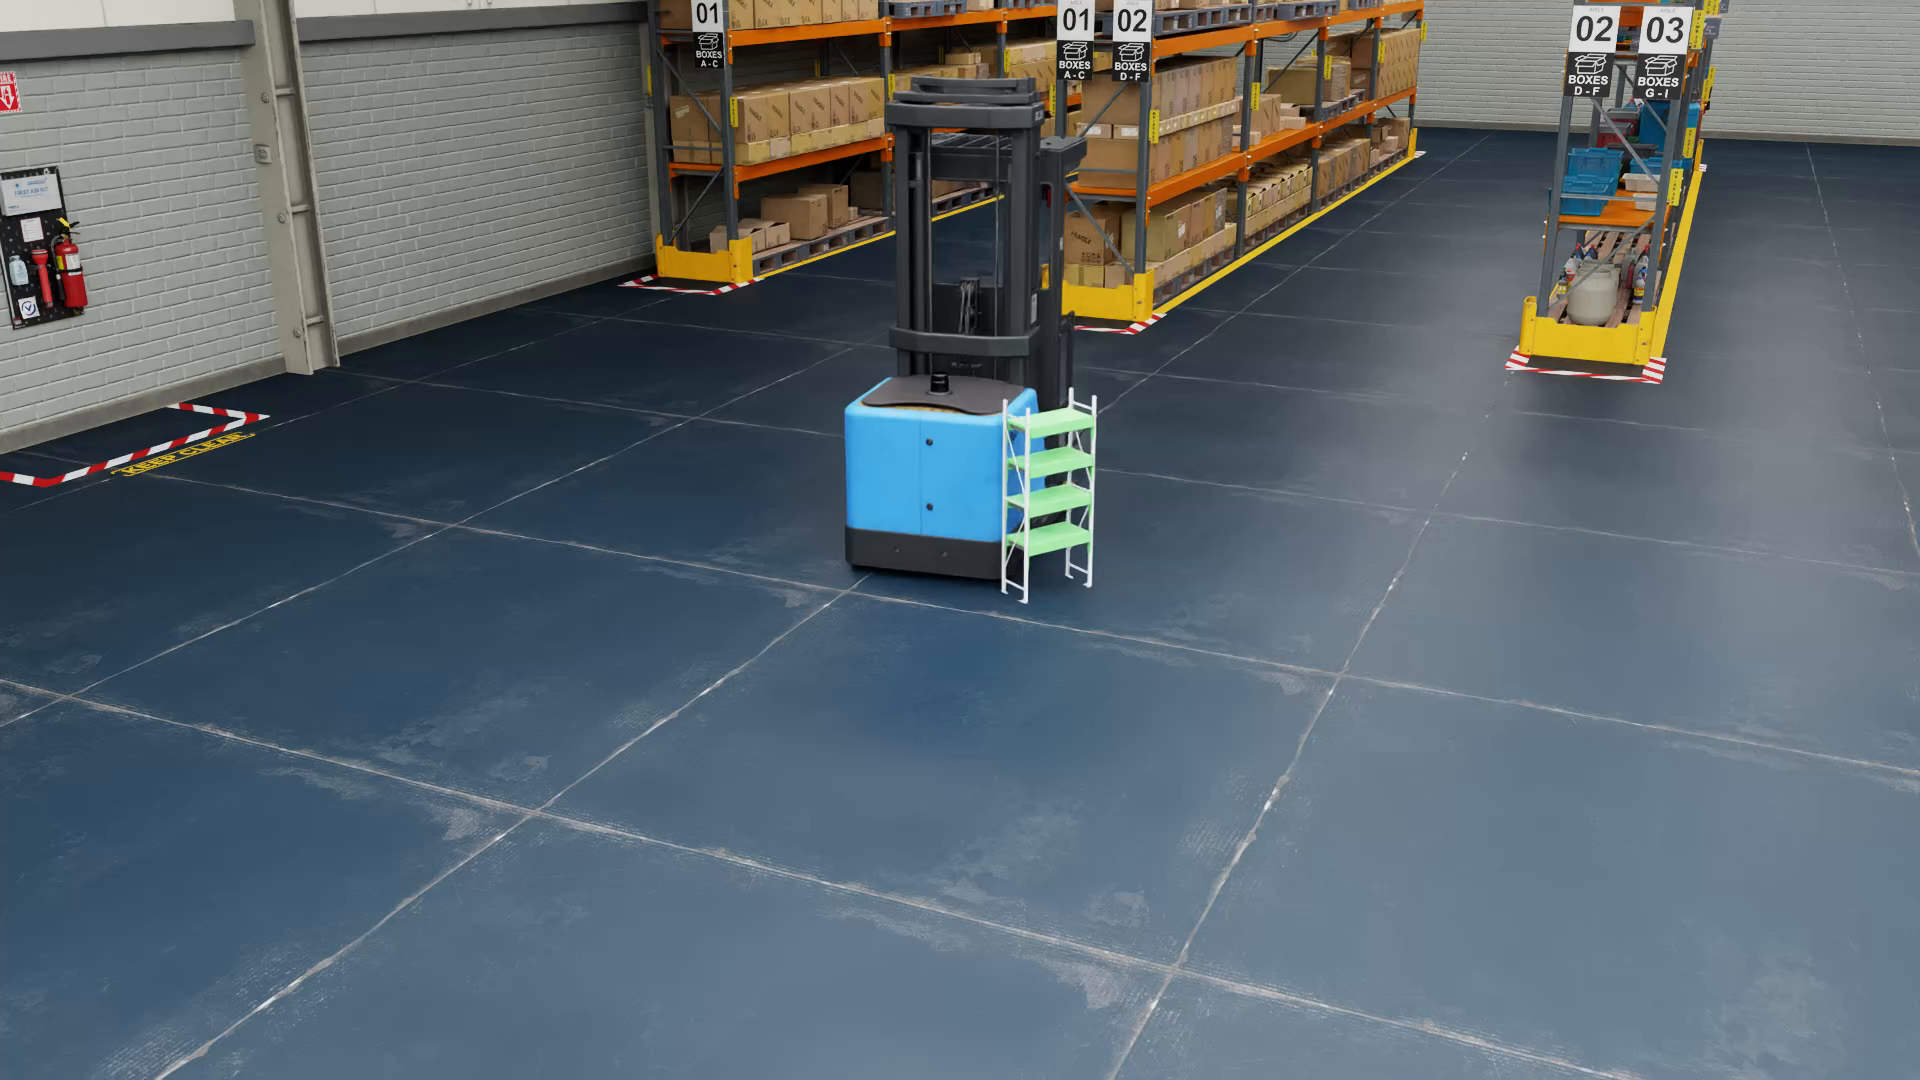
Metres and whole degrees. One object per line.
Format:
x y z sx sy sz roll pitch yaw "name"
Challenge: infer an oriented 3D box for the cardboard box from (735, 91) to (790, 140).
-2.374 -5.053 19.777 0.500 0.500 0.500 9 21 23 "cardboard box"

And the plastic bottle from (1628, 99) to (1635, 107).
9.607 -6.144 23.843 0.144 0.351 0.185 9 21 23 "plastic bottle"

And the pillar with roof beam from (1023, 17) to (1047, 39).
5.284 -10.744 27.749 9.100 9.000 0.400 9 21 23 "pillar with roof beam"

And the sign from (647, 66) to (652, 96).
-3.554 -5.284 19.150 0.100 0.325 0.005 9 21 23 "sign"

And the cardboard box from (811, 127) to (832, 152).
-1.943 -5.021 20.805 0.500 0.250 0.500 9 21 23 "cardboard box"

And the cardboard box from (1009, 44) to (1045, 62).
1.062 -7.924 27.031 0.500 0.250 0.500 9 21 23 "cardboard box"

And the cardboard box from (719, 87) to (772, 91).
-2.633 -5.283 20.424 0.500 0.500 0.500 8 21 21 "cardboard box"

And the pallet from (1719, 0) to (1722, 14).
10.203 -7.540 23.499 1.003 0.211 1.213 9 21 23 "pallet"

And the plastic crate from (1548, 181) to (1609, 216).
5.915 -3.272 15.913 0.499 0.251 0.616 9 21 23 "plastic crate"

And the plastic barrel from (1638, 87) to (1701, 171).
8.056 -4.683 18.912 0.600 0.901 0.708 9 21 23 "plastic barrel"

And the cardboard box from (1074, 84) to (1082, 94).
1.897 -7.844 28.893 0.380 0.149 0.250 9 21 24 "cardboard box"

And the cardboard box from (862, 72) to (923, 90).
-0.942 -6.305 23.415 0.700 0.500 0.500 11 22 28 "cardboard box"

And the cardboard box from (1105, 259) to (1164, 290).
1.888 -2.864 18.023 0.500 0.250 0.500 9 21 23 "cardboard box"

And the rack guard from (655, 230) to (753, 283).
-3.024 -3.352 19.649 1.175 0.500 0.348 9 21 23 "rack guard"

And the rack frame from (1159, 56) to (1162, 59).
3.497 -9.398 32.918 1.000 3.000 0.127 9 21 23 "rack frame"

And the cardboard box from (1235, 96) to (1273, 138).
3.854 -5.645 22.216 0.500 0.500 0.500 9 21 23 "cardboard box"

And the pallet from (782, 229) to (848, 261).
-2.158 -3.831 21.427 1.003 0.211 1.213 9 21 23 "pallet"

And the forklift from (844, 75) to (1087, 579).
0.200 -1.601 11.097 1.130 2.935 3.031 6 20 16 "forklift"

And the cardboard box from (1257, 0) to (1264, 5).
3.587 -6.947 21.147 0.500 0.250 0.500 6 21 17 "cardboard box"

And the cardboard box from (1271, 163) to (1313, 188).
4.752 -5.247 23.885 0.500 0.311 0.500 9 22 24 "cardboard box"

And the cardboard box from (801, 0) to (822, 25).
-2.029 -6.530 20.198 0.500 0.500 0.500 10 22 26 "cardboard box"

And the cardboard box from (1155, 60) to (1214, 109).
2.516 -5.265 19.212 0.700 0.500 0.500 9 21 23 "cardboard box"

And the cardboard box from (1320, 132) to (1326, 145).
5.550 -6.459 26.610 0.500 0.250 0.500 9 21 23 "cardboard box"

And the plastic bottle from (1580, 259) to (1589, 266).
6.806 -2.904 18.067 0.152 0.276 0.135 9 21 23 "plastic bottle"

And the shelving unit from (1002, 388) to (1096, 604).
0.527 -0.265 9.922 0.503 1.200 0.258 -13 23 -32 "shelving unit"

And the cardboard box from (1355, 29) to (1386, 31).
7.388 -8.977 30.094 0.500 0.500 0.500 9 21 23 "cardboard box"

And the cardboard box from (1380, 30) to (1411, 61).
7.672 -8.750 29.455 0.500 0.500 0.500 9 22 24 "cardboard box"

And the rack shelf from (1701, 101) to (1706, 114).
11.716 -7.088 27.497 1.077 0.370 4.000 9 21 23 "rack shelf"

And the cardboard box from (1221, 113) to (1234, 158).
2.928 -4.962 20.295 0.700 0.500 0.500 8 21 21 "cardboard box"

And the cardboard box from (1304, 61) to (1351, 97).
5.712 -7.193 25.943 0.700 0.500 0.500 3 20 9 "cardboard box"

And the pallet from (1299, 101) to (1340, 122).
4.955 -6.400 24.776 1.213 0.211 1.003 9 21 23 "pallet"

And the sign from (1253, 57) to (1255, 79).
4.242 -6.854 24.154 0.100 0.325 0.005 9 21 23 "sign"

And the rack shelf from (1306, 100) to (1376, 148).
5.560 -6.546 25.974 1.077 0.370 4.000 9 21 23 "rack shelf"

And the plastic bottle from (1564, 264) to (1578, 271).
6.520 -2.809 17.799 0.152 0.276 0.135 8 21 21 "plastic bottle"

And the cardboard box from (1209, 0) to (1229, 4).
2.859 -6.204 18.999 0.380 0.149 0.250 9 21 23 "cardboard box"

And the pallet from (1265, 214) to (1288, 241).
3.868 -4.342 22.864 1.003 0.211 1.213 9 21 23 "pallet"

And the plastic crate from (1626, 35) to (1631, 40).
6.726 -5.239 17.063 0.336 0.188 0.450 9 21 23 "plastic crate"

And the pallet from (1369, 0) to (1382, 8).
6.048 -8.632 26.568 1.213 0.211 1.003 9 21 23 "pallet"

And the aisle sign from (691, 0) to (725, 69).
-2.811 -5.669 18.552 0.394 0.787 0.004 9 21 23 "aisle sign"

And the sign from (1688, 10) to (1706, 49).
6.483 -4.488 14.623 0.100 0.325 0.005 9 21 23 "sign"

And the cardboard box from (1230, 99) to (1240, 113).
3.188 -5.291 20.254 0.380 0.149 0.250 9 21 23 "cardboard box"

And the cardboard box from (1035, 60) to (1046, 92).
1.080 -7.573 27.163 0.500 0.500 0.500 8 21 22 "cardboard box"

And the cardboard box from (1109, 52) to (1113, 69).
2.400 -8.703 30.515 0.980 0.700 0.700 8 21 21 "cardboard box"

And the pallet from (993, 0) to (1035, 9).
0.436 -8.481 26.145 1.213 0.211 1.003 10 22 25 "pallet"

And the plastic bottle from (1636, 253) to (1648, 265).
7.409 -2.936 18.044 0.144 0.351 0.185 8 21 22 "plastic bottle"

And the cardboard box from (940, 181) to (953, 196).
-0.521 -5.458 24.912 0.700 0.500 0.500 8 21 22 "cardboard box"

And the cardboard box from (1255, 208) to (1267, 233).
3.705 -4.199 21.776 0.500 0.250 0.500 9 22 24 "cardboard box"

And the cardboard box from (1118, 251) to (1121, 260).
1.609 -3.090 18.657 0.500 0.250 0.500 9 21 23 "cardboard box"

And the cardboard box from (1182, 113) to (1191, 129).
2.348 -4.666 18.494 0.380 0.149 0.250 8 21 22 "cardboard box"

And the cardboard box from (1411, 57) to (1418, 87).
8.082 -8.592 30.504 0.500 0.500 0.500 9 22 24 "cardboard box"

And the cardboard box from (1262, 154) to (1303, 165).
4.910 -5.622 25.373 0.500 0.500 0.500 9 22 25 "cardboard box"

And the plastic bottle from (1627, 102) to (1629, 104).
9.634 -6.167 24.007 0.061 0.283 0.133 9 21 23 "plastic bottle"

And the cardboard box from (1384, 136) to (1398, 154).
7.603 -7.145 30.030 0.500 0.250 0.500 9 21 23 "cardboard box"

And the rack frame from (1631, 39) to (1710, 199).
10.897 -6.816 25.658 1.000 3.000 0.127 9 21 23 "rack frame"
